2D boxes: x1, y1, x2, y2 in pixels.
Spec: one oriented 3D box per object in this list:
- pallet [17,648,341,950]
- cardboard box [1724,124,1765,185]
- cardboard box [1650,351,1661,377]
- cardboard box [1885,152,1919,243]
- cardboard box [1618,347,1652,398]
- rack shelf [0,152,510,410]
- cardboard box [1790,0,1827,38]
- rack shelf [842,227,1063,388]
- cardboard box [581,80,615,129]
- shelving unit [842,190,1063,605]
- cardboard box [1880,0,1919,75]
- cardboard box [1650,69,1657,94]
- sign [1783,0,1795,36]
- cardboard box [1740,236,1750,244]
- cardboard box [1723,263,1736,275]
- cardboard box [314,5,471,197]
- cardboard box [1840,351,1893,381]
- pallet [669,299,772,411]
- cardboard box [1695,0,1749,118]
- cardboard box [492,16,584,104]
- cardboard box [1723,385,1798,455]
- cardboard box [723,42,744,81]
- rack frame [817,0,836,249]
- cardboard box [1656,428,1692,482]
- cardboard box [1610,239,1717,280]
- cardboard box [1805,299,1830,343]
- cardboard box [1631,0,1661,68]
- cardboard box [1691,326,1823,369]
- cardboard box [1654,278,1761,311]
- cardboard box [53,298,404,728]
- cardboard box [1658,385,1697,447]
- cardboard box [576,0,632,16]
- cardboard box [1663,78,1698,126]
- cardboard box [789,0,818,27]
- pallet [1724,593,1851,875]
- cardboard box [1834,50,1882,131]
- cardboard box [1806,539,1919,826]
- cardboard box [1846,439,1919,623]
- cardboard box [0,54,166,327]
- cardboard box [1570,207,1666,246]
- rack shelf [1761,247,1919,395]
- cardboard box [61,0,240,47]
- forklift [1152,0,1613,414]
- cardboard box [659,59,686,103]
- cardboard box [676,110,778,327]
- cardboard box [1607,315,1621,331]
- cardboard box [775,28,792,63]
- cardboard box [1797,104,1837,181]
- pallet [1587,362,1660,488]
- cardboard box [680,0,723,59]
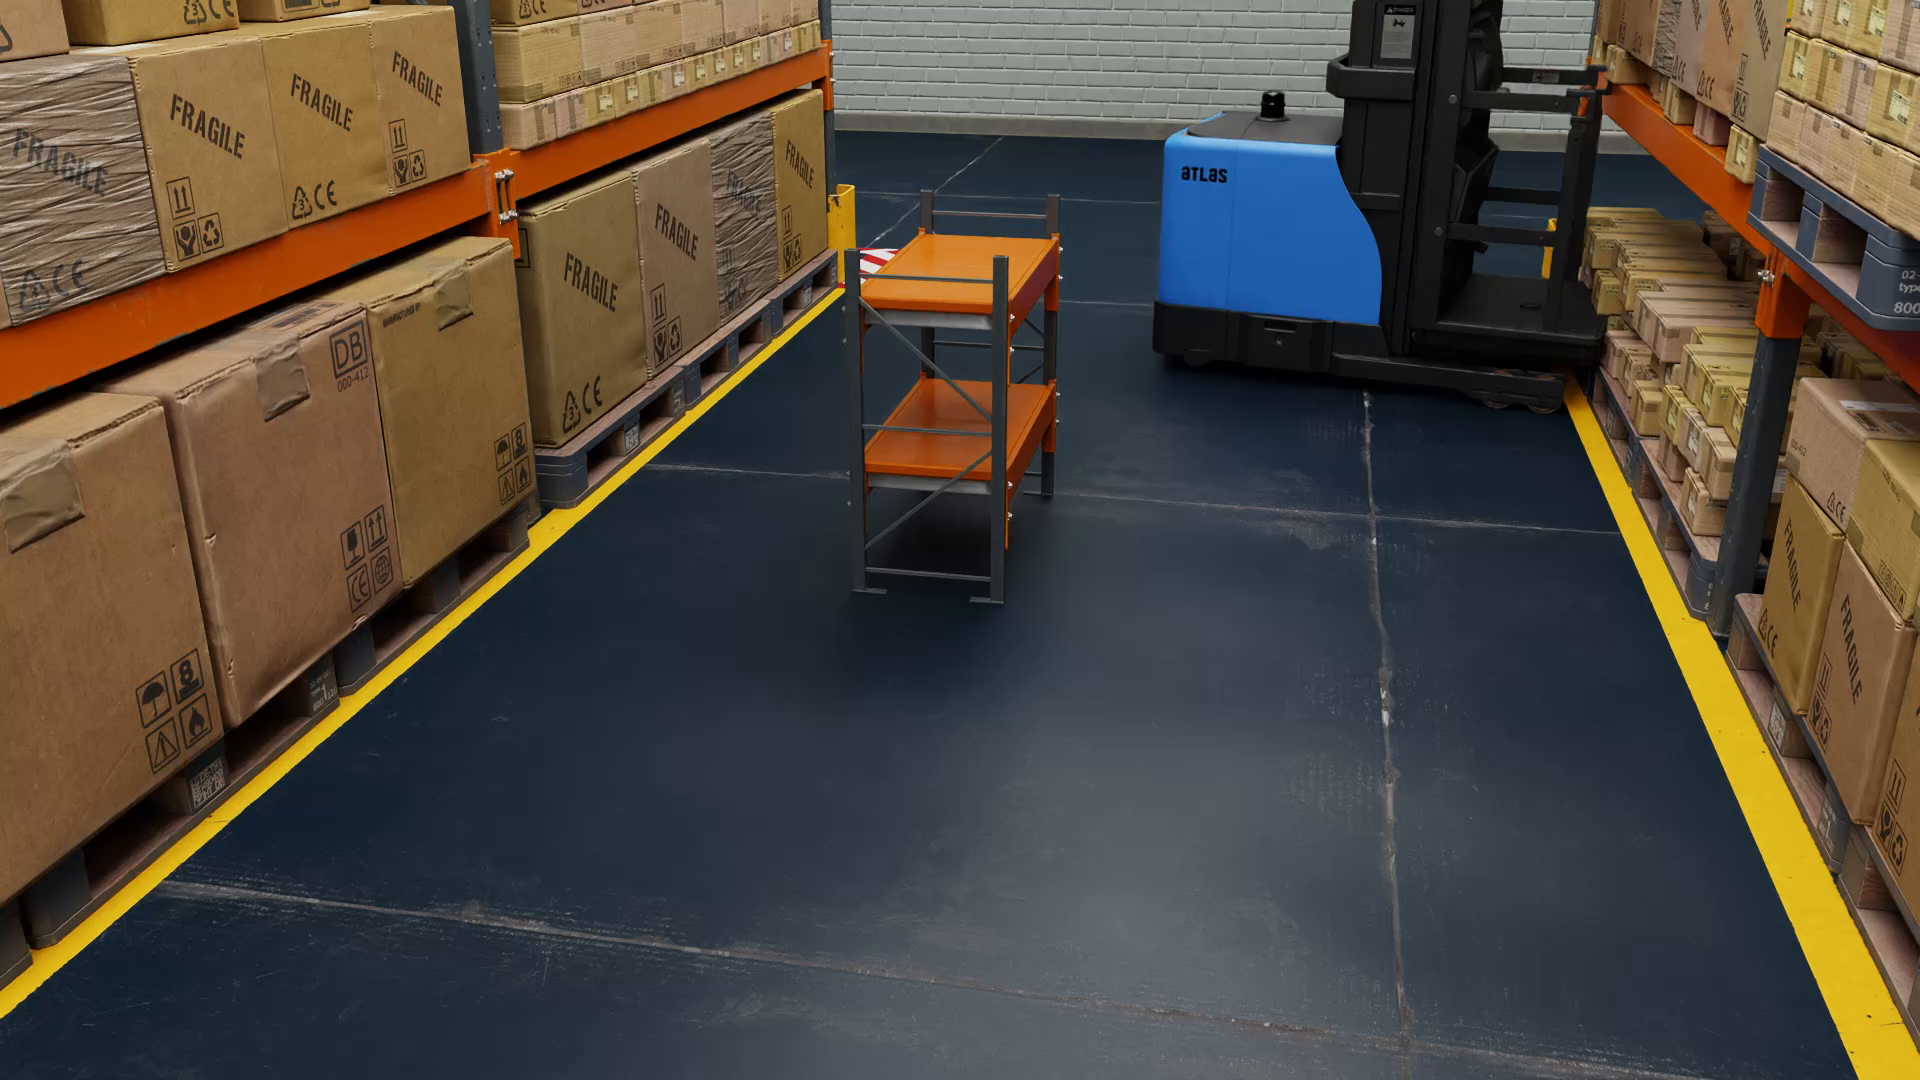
[{"bbox_3d":[-2.354,0.543,4.224,1.003,0.211,1.213,4,22,11],"label":"pallet"},{"bbox_3d":[2.586,-1.180,5.104,0.380,0.149,0.250,4,22,9],"label":"cardboard box"},{"bbox_3d":[2.899,-0.696,6.422,0.380,0.149,0.250,3,22,8],"label":"cardboard box"},{"bbox_3d":[2.071,-0.663,3.258,0.380,0.149,0.250,3,22,9],"label":"cardboard box"},{"bbox_3d":[2.905,-0.673,6.762,0.380,0.149,0.250,4,22,11],"label":"cardboard box"},{"bbox_3d":[-2.432,-0.421,3.847,1.077,0.370,4.000,4,22,11],"label":"rack shelf"},{"bbox_3d":[2.281,-1.317,4.085,0.380,0.149,0.250,6,23,14],"label":"cardboard box"},{"bbox_3d":[0.001,-0.796,5.540,0.538,0.278,1.000,4,22,11],"label":"rack shelf"},{"bbox_3d":[-1.531,-1.645,6.260,0.380,0.149,0.250,5,23,13],"label":"cardboard box"},{"bbox_3d":[0.001,-0.524,5.650,0.538,1.125,1.048,4,22,11],"label":"shelving unit"},{"bbox_3d":[2.121,-1.029,3.372,0.380,0.149,0.250,4,22,10],"label":"cardboard box"},{"bbox_3d":[3.124,-1.931,6.969,0.380,0.149,0.250,4,22,10],"label":"cardboard box"},{"bbox_3d":[2.278,-1.511,4.432,0.100,0.325,0.005,4,22,11],"label":"sign"},{"bbox_3d":[3.732,-1.278,7.469,0.380,0.149,0.250,4,22,10],"label":"cardboard box"},{"bbox_3d":[3.693,-1.238,7.769,0.380,0.149,0.250,4,22,10],"label":"cardboard box"},{"bbox_3d":[-1.852,-1.341,5.034,0.500,0.500,0.500,5,22,11],"label":"cardboard box"},{"bbox_3d":[3.202,-0.522,5.593,0.380,0.149,0.250,4,22,10],"label":"cardboard box"},{"bbox_3d":[-1.545,-0.913,7.837,1.003,0.211,1.213,4,22,11],"label":"pallet"},{"bbox_3d":[2.740,-1.644,5.388,0.500,0.500,0.500,4,22,9],"label":"cardboard box"},{"bbox_3d":[-1.672,-1.707,5.879,0.500,0.250,0.500,4,22,10],"label":"cardboard box"},{"bbox_3d":[2.629,-0.370,5.214,0.380,0.149,0.250,5,22,12],"label":"cardboard box"},{"bbox_3d":[-1.217,-2.209,7.659,0.380,0.149,0.250,5,22,11],"label":"cardboard box"},{"bbox_3d":[-1.208,-2.949,9.161,1.000,3.000,0.127,4,22,11],"label":"rack frame"},{"bbox_3d":[2.683,-0.303,5.846,0.380,0.149,0.250,4,22,9],"label":"cardboard box"},{"bbox_3d":[3.103,-1.227,7.344,0.380,0.149,0.250,3,22,8],"label":"cardboard box"},{"bbox_3d":[3.339,-0.812,6.313,0.380,0.149,0.250,4,22,9],"label":"cardboard box"},{"bbox_3d":[3.069,-2.200,6.768,0.500,0.500,0.500,5,22,12],"label":"cardboard box"},{"bbox_3d":[2.815,-0.647,5.902,0.380,0.149,0.250,5,23,13],"label":"cardboard box"},{"bbox_3d":[2.981,-0.935,6.617,0.380,0.149,0.250,5,22,11],"label":"cardboard box"},{"bbox_3d":[-2.316,-0.133,4.451,1.225,0.875,0.875,4,22,9],"label":"cardboard box"},{"bbox_3d":[2.645,-0.420,5.738,0.380,0.149,0.250,4,22,9],"label":"cardboard box"},{"bbox_3d":[-1.568,-2.238,6.194,0.500,0.500,0.500,4,22,11],"label":"cardboard box"},{"bbox_3d":[2.889,-1.654,6.282,0.380,0.149,0.250,5,22,12],"label":"cardboard box"},{"bbox_3d":[-1.047,-2.820,8.644,0.500,0.250,0.500,4,22,10],"label":"cardboard box"},{"bbox_3d":[2.654,0.507,4.312,1.003,0.211,1.213,4,22,11],"label":"pallet"},{"bbox_3d":[2.177,-0.989,3.671,0.380,0.149,0.250,5,22,12],"label":"cardboard box"},{"bbox_3d":[2.294,0.337,3.785,0.500,0.500,0.500,5,23,13],"label":"cardboard box"},{"bbox_3d":[2.296,-0.009,3.642,0.500,0.250,0.500,5,22,12],"label":"cardboard box"},{"bbox_3d":[-2.166,-0.786,3.656,0.500,0.500,0.500,5,22,11],"label":"cardboard box"},{"bbox_3d":[3.188,-1.517,8.062,0.380,0.149,0.250,3,22,8],"label":"cardboard box"},{"bbox_3d":[2.403,-0.006,2.817,1.077,0.370,4.000,4,22,11],"label":"rack shelf"},{"bbox_3d":[-2.297,-1.514,4.120,0.797,0.503,0.637,5,22,12],"label":"cardboard box"},{"bbox_3d":[2.480,-2.130,7.220,3.031,2.935,1.130,9,24,22],"label":"forklift"},{"bbox_3d":[-1.374,-1.927,6.959,0.380,0.149,0.250,5,22,12],"label":"cardboard box"},{"bbox_3d":[-1.446,-1.586,8.057,0.875,0.875,0.875,4,22,11],"label":"cardboard box"},{"bbox_3d":[3.030,-0.961,7.478,0.380,0.149,0.250,5,22,12],"label":"cardboard box"},{"bbox_3d":[-1.062,-2.490,8.357,0.380,0.149,0.250,5,22,11],"label":"cardboard box"},{"bbox_3d":[2.230,-0.939,3.943,0.380,0.149,0.250,5,22,12],"label":"cardboard box"},{"bbox_3d":[3.160,-0.474,6.747,1.003,0.211,1.213,4,22,11],"label":"pallet"},{"bbox_3d":[-1.357,-2.258,7.247,0.500,0.250,0.500,4,22,11],"label":"cardboard box"}]
